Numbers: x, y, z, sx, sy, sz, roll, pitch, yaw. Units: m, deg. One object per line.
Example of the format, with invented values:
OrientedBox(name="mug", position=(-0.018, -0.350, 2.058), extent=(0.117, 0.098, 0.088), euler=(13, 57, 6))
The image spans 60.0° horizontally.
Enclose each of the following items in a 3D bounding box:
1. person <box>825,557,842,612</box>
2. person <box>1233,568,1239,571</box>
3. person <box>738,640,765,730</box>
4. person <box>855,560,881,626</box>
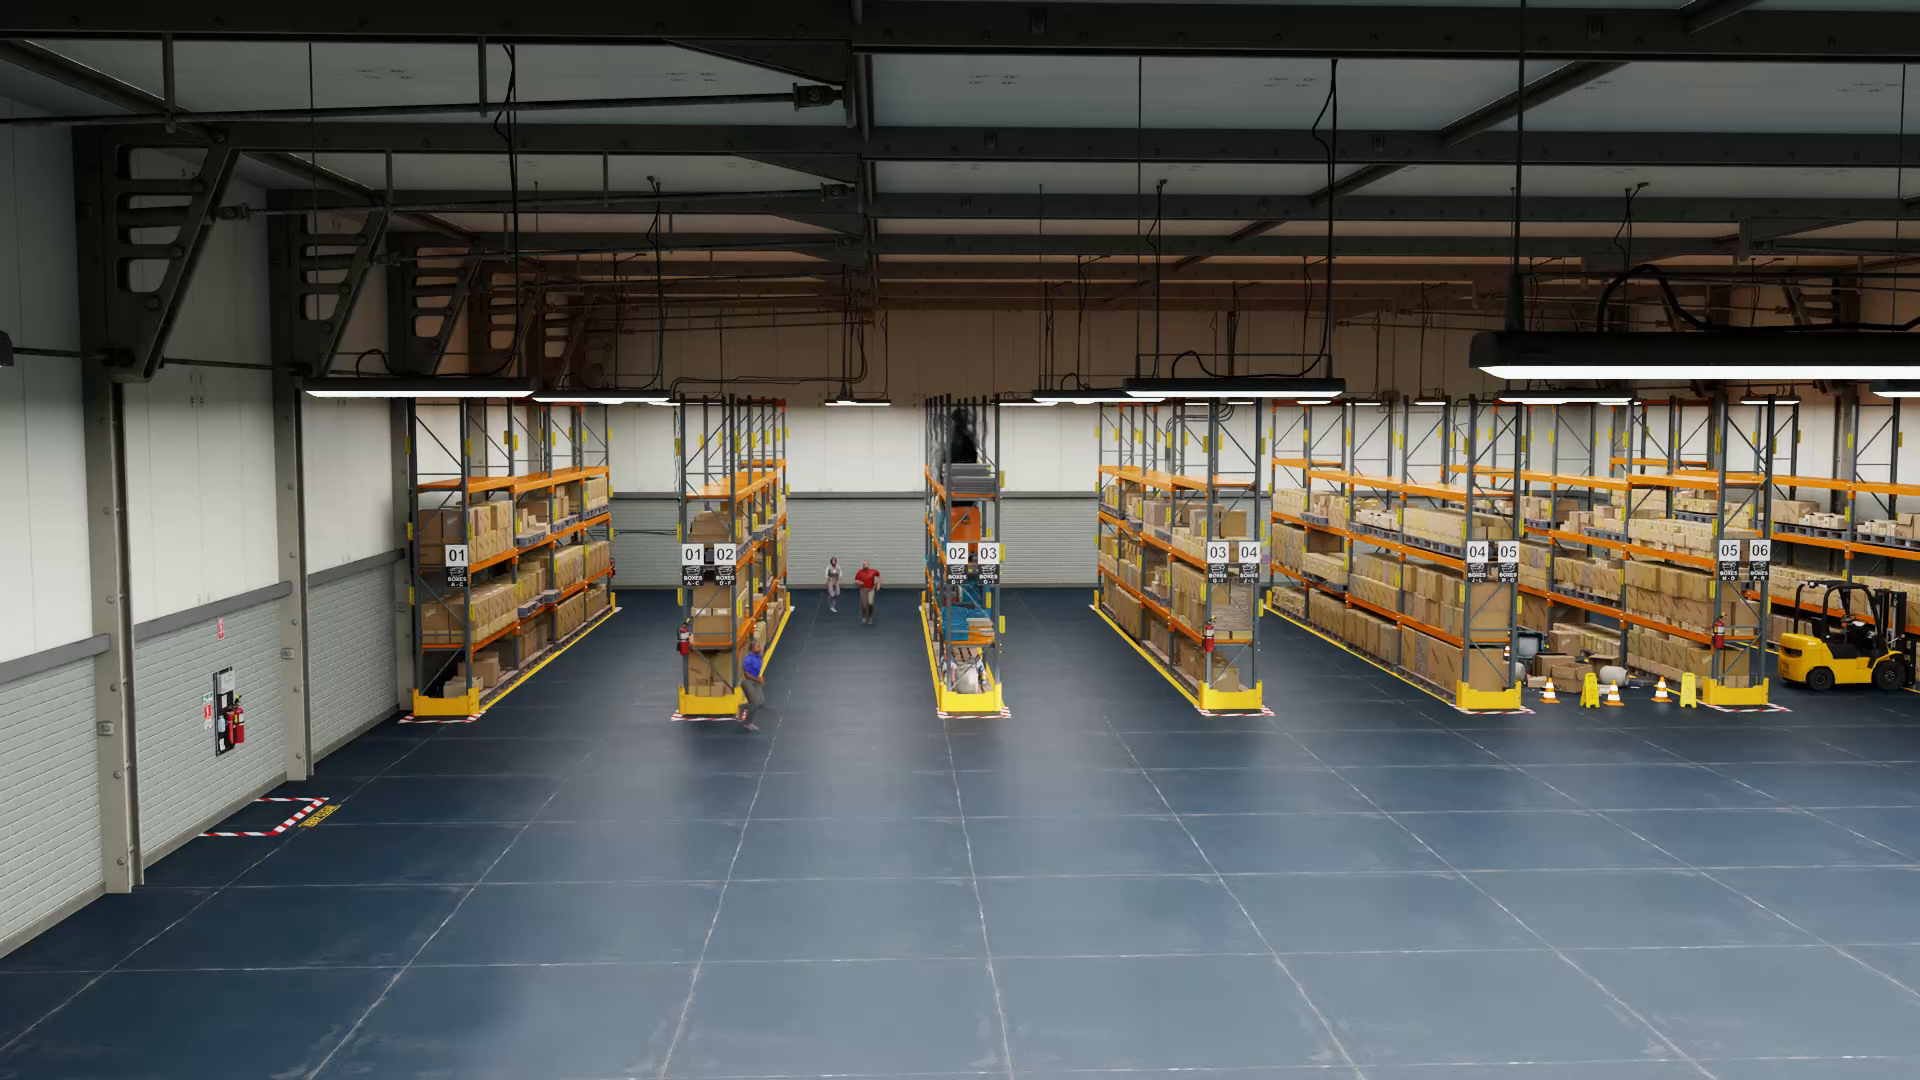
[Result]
OrientedBox(name="person", position=(-3.549, 1.303, 46.886), extent=(0.529, 1.453, 0.606), euler=(-1, 5, -15))
OrientedBox(name="person", position=(7.957, 1.083, 47.879), extent=(0.733, 1.718, 0.535), euler=(2, 5, 20))
OrientedBox(name="person", position=(-3.722, 2.589, 29.720), extent=(0.603, 1.613, 0.569), euler=(2, 5, 24))
OrientedBox(name="person", position=(-2.438, 1.402, 43.925), extent=(0.677, 1.741, 0.886), euler=(0, 5, 5))
